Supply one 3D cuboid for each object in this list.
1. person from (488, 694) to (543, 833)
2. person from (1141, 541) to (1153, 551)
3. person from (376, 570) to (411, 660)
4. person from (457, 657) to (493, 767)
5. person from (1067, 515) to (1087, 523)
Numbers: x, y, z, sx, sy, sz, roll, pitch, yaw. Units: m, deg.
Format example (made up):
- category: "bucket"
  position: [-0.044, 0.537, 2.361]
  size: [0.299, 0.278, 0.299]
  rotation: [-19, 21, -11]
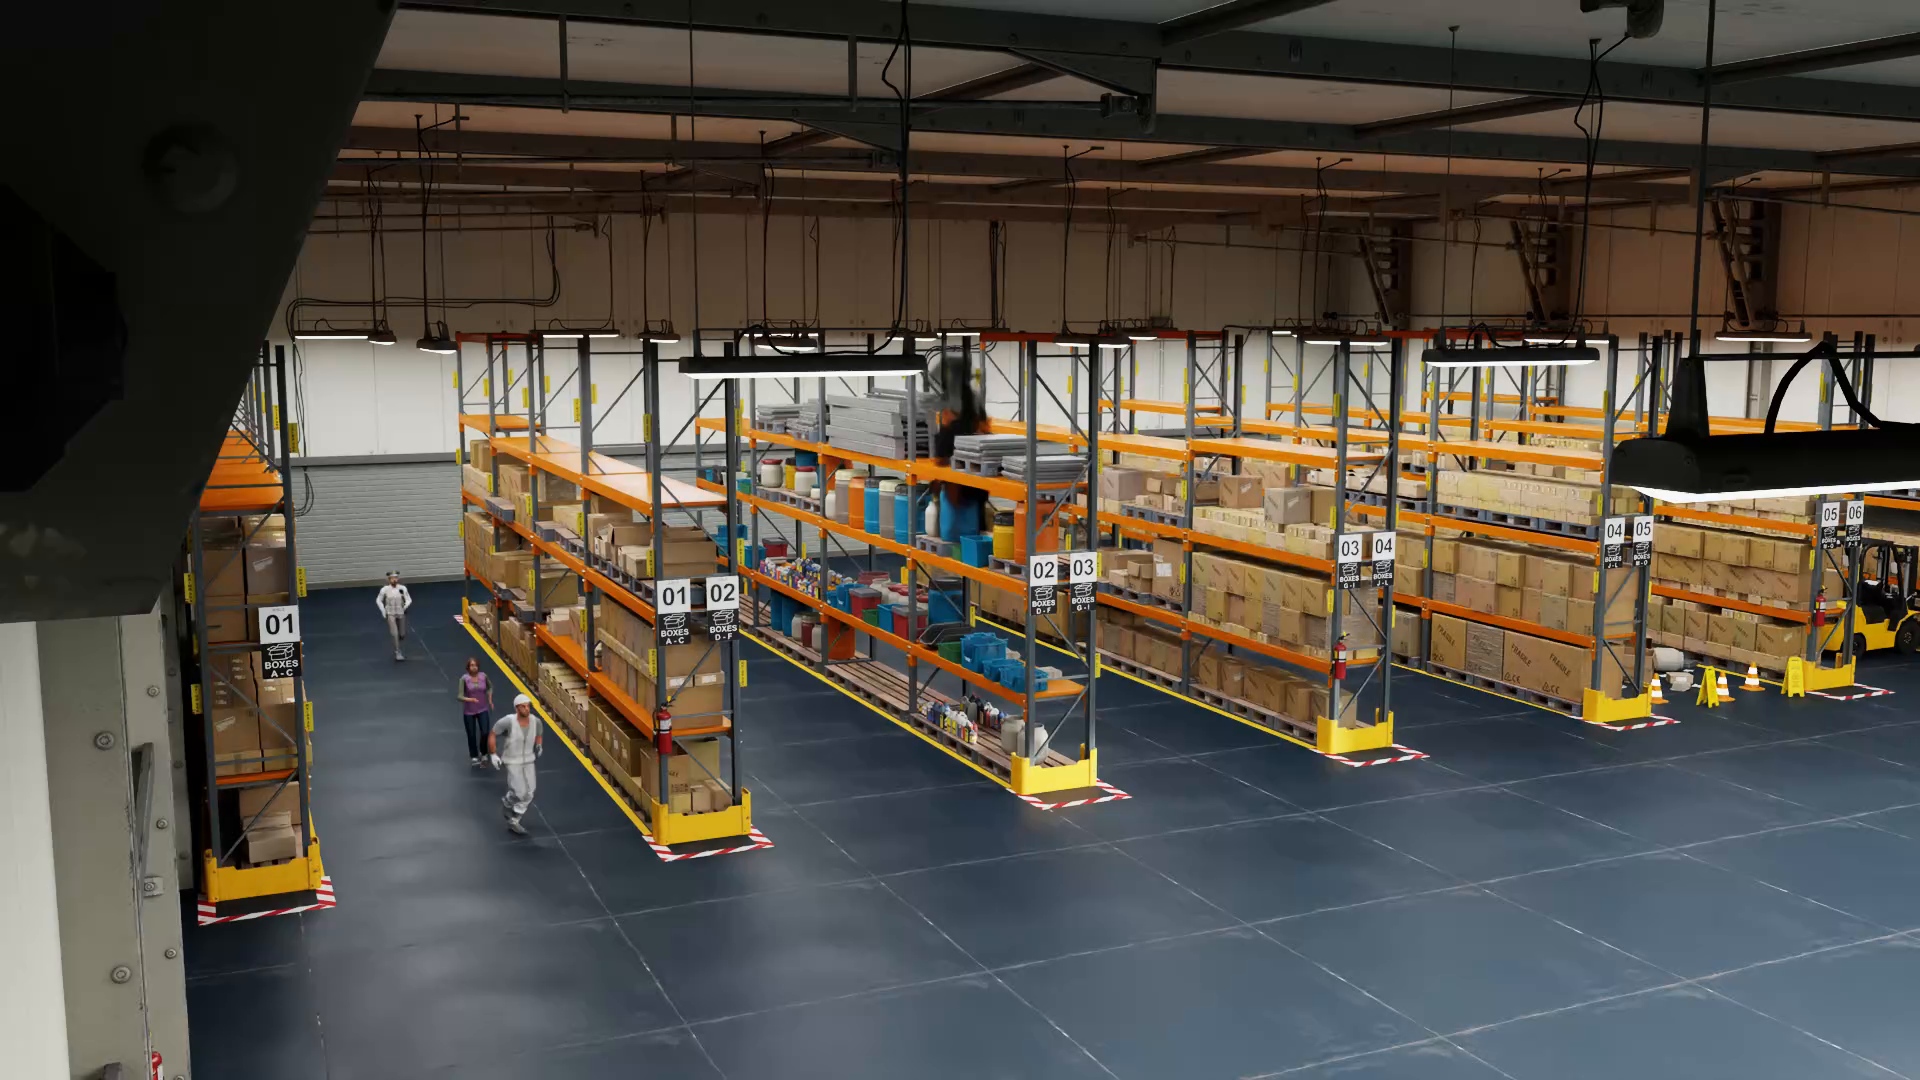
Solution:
- category: "person"
  position: [-5.388, 2.739, 20.382]
  size: [0.660, 1.731, 0.637]
  rotation: [-7, 10, -41]
- category: "person"
  position: [4.969, -0.326, 43.686]
  size: [0.711, 1.592, 0.533]
  rotation: [-6, 10, -40]
- category: "person"
  position: [-10.454, 1.369, 30.751]
  size: [0.613, 1.659, 0.678]
  rotation: [-4, 9, -29]
- category: "person"
  position: [-6.748, 2.426, 23.225]
  size: [0.510, 1.547, 0.636]
  rotation: [-3, 8, -23]
- category: "person"
  position: [2.895, -0.129, 41.634]
  size: [0.921, 1.761, 0.790]
  rotation: [-4, 9, -28]
